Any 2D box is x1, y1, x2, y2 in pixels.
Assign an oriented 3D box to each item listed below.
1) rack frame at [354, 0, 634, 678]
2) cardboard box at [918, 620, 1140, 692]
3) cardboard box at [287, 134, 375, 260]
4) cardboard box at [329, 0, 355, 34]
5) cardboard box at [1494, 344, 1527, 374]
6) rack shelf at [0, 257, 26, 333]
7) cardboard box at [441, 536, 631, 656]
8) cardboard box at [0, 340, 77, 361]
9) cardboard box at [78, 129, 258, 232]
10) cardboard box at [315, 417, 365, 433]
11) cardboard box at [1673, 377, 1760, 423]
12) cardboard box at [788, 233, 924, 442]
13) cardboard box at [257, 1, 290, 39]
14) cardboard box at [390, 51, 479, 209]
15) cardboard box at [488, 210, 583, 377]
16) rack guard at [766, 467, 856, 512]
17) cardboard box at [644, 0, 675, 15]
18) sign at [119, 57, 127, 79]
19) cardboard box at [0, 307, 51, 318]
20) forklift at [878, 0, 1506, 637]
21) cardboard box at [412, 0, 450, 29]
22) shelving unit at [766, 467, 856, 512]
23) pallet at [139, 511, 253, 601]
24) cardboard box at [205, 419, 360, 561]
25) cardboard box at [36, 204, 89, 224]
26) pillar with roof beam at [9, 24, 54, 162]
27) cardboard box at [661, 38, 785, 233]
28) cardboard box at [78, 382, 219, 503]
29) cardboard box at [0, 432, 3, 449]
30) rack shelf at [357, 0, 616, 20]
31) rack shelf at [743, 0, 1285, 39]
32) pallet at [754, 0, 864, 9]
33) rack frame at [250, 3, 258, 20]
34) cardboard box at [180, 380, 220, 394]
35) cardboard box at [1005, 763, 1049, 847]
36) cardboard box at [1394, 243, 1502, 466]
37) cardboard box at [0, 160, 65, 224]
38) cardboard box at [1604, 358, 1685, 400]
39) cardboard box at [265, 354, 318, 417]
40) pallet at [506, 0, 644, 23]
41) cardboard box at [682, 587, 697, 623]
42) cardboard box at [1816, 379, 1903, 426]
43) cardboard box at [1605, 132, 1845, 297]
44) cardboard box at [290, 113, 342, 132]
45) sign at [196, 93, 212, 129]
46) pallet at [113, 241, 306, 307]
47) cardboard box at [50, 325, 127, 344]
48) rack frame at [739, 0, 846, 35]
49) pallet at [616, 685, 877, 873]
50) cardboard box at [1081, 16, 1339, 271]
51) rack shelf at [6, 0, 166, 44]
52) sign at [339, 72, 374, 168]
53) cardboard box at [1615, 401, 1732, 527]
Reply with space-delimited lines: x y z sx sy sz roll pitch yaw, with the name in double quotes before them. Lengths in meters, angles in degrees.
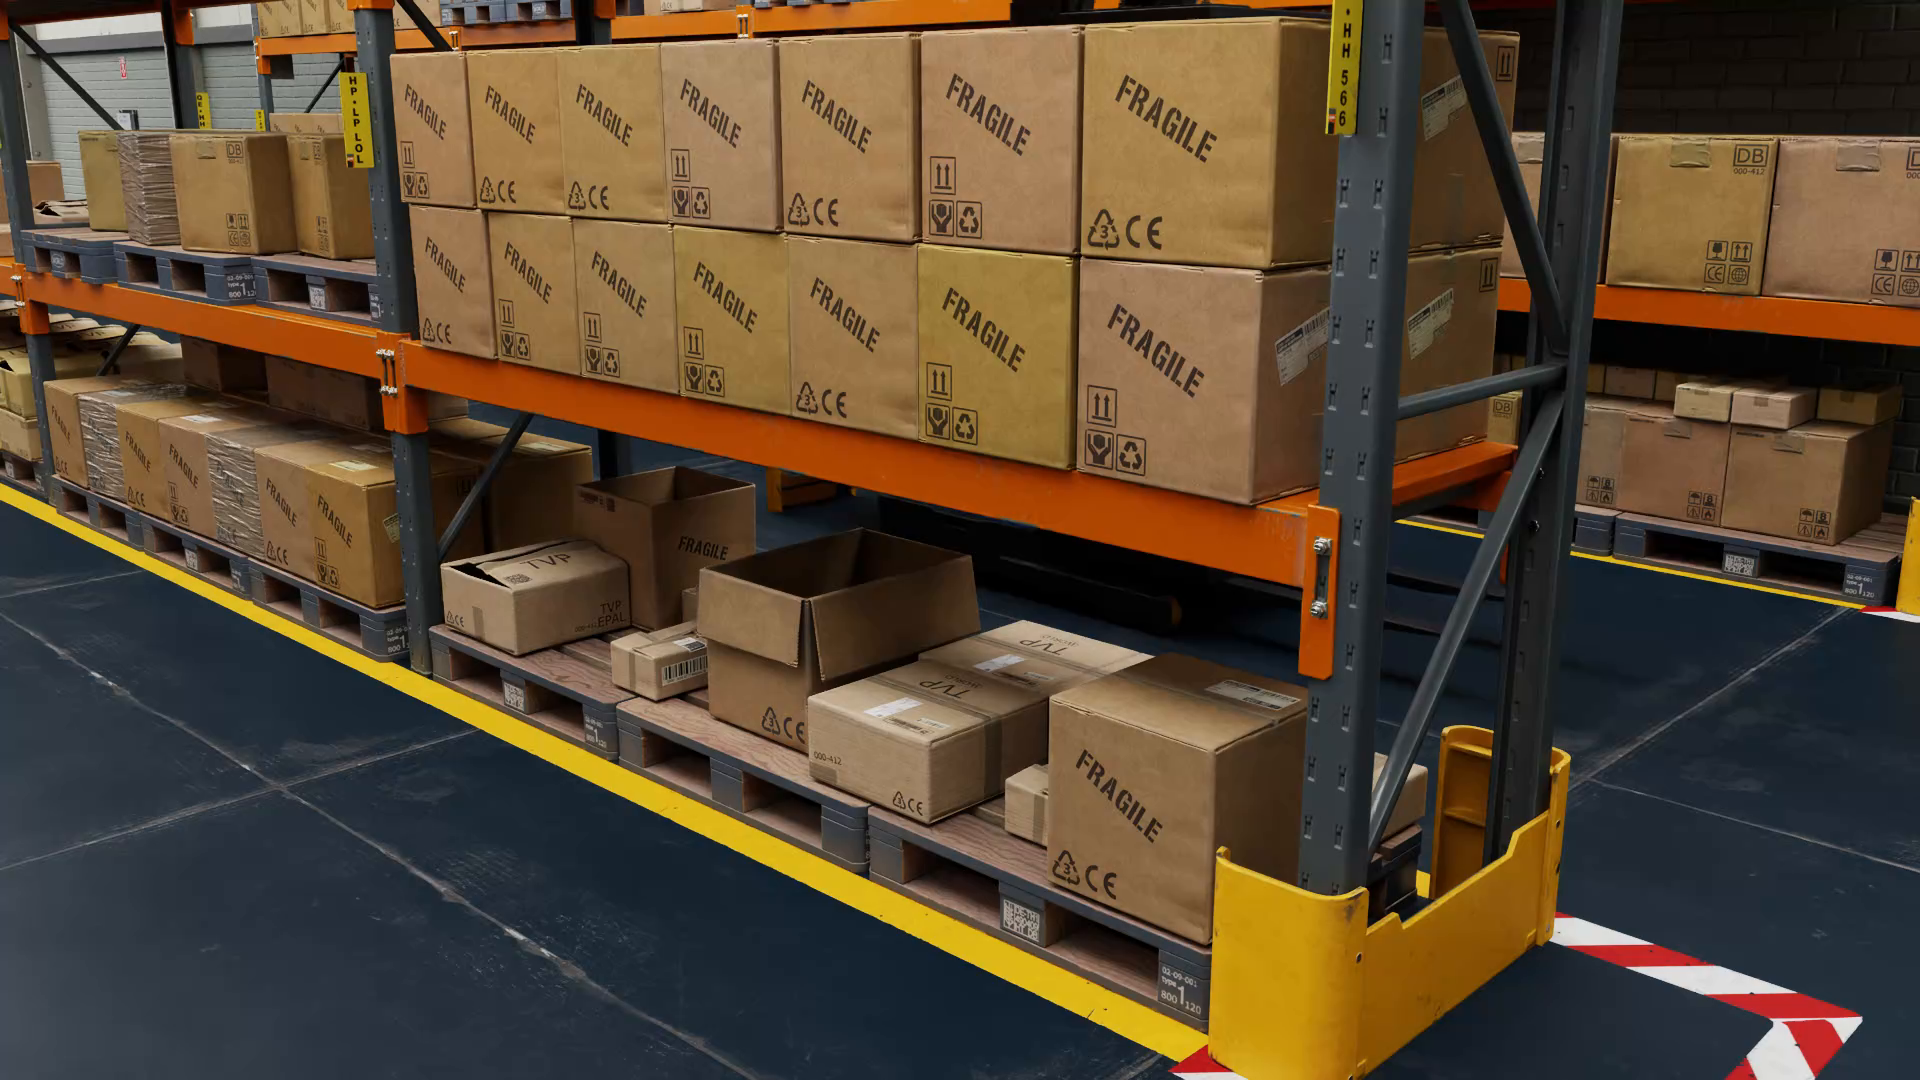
"rack frame" -1.747 -1.022 6.405 0.127 3.000 1.000 14 20 42
"cardboard box" 0.218 0.474 5.244 0.500 0.250 0.500 14 20 42
"cardboard box" -2.472 -1.506 7.231 0.700 0.500 0.500 -11 18 -35
"cardboard box" -5.744 -5.147 16.050 0.500 0.500 0.500 -13 19 -41
"cardboard box" 2.941 -0.959 9.001 0.250 0.149 0.380 14 20 43
"rack shelf" -6.067 -1.724 10.526 4.000 0.370 1.077 14 20 42
"cardboard box" -1.595 0.179 6.256 0.500 0.311 0.500 14 20 42
"cardboard box" -5.554 -1.003 9.840 0.500 0.311 0.500 13 20 41
"cardboard box" -4.095 -1.884 8.682 0.500 0.500 0.700 7 16 24
"cardboard box" -2.673 -0.334 7.851 0.500 0.500 0.500 14 20 43
"cardboard box" 3.591 -0.668 7.883 0.380 0.149 0.250 -14 20 -43
"cardboard box" -0.110 -0.578 4.502 0.500 0.500 0.500 14 20 43
"cardboard box" -6.883 -5.428 17.126 0.500 0.500 0.500 -14 20 -43
"cardboard box" -1.603 -1.421 5.754 0.500 0.500 0.500 -14 20 -43
"cardboard box" -1.199 -0.843 5.519 0.500 0.500 0.500 14 20 43
"rack guard" -0.818 -0.328 9.193 0.087 0.250 0.587 14 20 43
"cardboard box" -2.060 -4.377 13.087 0.797 0.503 0.637 -11 18 -37
"sign" -11.854 -6.687 23.550 0.199 0.298 0.001 14 20 42
"cardboard box" -6.637 -1.457 11.584 0.500 0.311 0.500 -14 20 -43
"forklift" 0.999 -1.172 7.117 3.031 2.935 1.130 14 20 43
"cardboard box" -4.608 -4.875 15.007 0.500 0.500 0.500 -14 20 -43
"shelving unit" -0.466 -0.844 8.695 1.083 1.500 0.587 14 20 43
"pallet" -3.242 -0.022 8.096 1.213 0.211 1.003 14 20 42
"cardboard box" -3.012 -0.235 7.472 0.500 0.500 0.500 14 20 43
"cardboard box" -4.858 -1.750 9.378 0.500 0.311 0.500 -13 19 -41
"pillar with roof beam" -17.473 -8.278 22.356 0.400 9.000 9.100 14 20 42
"cardboard box" -0.490 -1.150 4.716 0.500 0.500 0.500 -14 20 -42
"cardboard box" -4.117 -0.503 8.499 0.500 0.500 0.500 13 19 40
"cardboard box" -5.548 -0.732 9.913 0.500 0.250 0.500 13 20 42
"rack shelf" -0.308 -1.775 4.774 4.000 0.370 1.077 14 20 42
"rack shelf" 0.249 -3.375 10.914 4.000 0.370 1.077 14 20 42
"pallet" -0.691 -3.879 11.795 1.213 0.211 1.003 -13 20 -42
"rack frame" -6.950 -6.925 17.162 0.127 3.000 1.000 14 20 42
"cardboard box" -3.791 -0.604 8.887 0.500 0.500 0.500 -14 20 -42
"cardboard box" 0.341 0.699 4.548 0.250 0.166 0.380 14 20 42
"cardboard box" 0.996 -0.496 4.187 0.500 0.500 0.500 -14 20 -43
"cardboard box" -5.846 -2.061 10.195 0.500 0.500 0.500 12 19 39
"cardboard box" 3.495 -0.825 8.486 0.250 0.149 0.380 14 20 43
"cardboard box" -3.008 -0.780 8.073 0.500 0.250 0.500 13 20 41
"pallet" -2.951 -4.374 13.694 1.003 0.211 1.213 14 20 42
"cardboard box" -0.829 0.248 6.314 0.250 0.149 0.380 14 20 42
"cardboard box" 4.223 -0.648 7.808 0.250 0.149 0.380 14 20 43
"cardboard box" 3.662 -1.580 7.950 0.700 0.700 0.980 13 20 42
"cardboard box" -6.466 -4.095 16.971 0.500 0.500 0.500 14 20 42
"sign" -4.257 -2.344 9.340 0.005 0.325 0.100 14 20 42
"pallet" -3.224 -1.290 7.813 1.213 0.211 1.003 14 20 42
"cardboard box" -5.550 -1.191 10.562 0.500 0.311 0.500 13 19 41
"rack frame" -1.191 -2.622 12.545 0.127 3.000 1.000 14 20 42
"pallet" -0.371 0.661 5.475 1.213 0.211 1.003 14 20 42
"cardboard box" 0.621 -0.882 3.687 0.500 0.500 0.500 13 20 42
"rack shelf" -6.067 -3.175 10.148 4.000 0.370 1.077 14 20 42
"sign" -2.130 -1.481 5.870 0.005 0.325 0.100 14 20 42
"cardboard box" 3.634 -0.407 8.170 0.500 0.500 0.700 14 20 42
